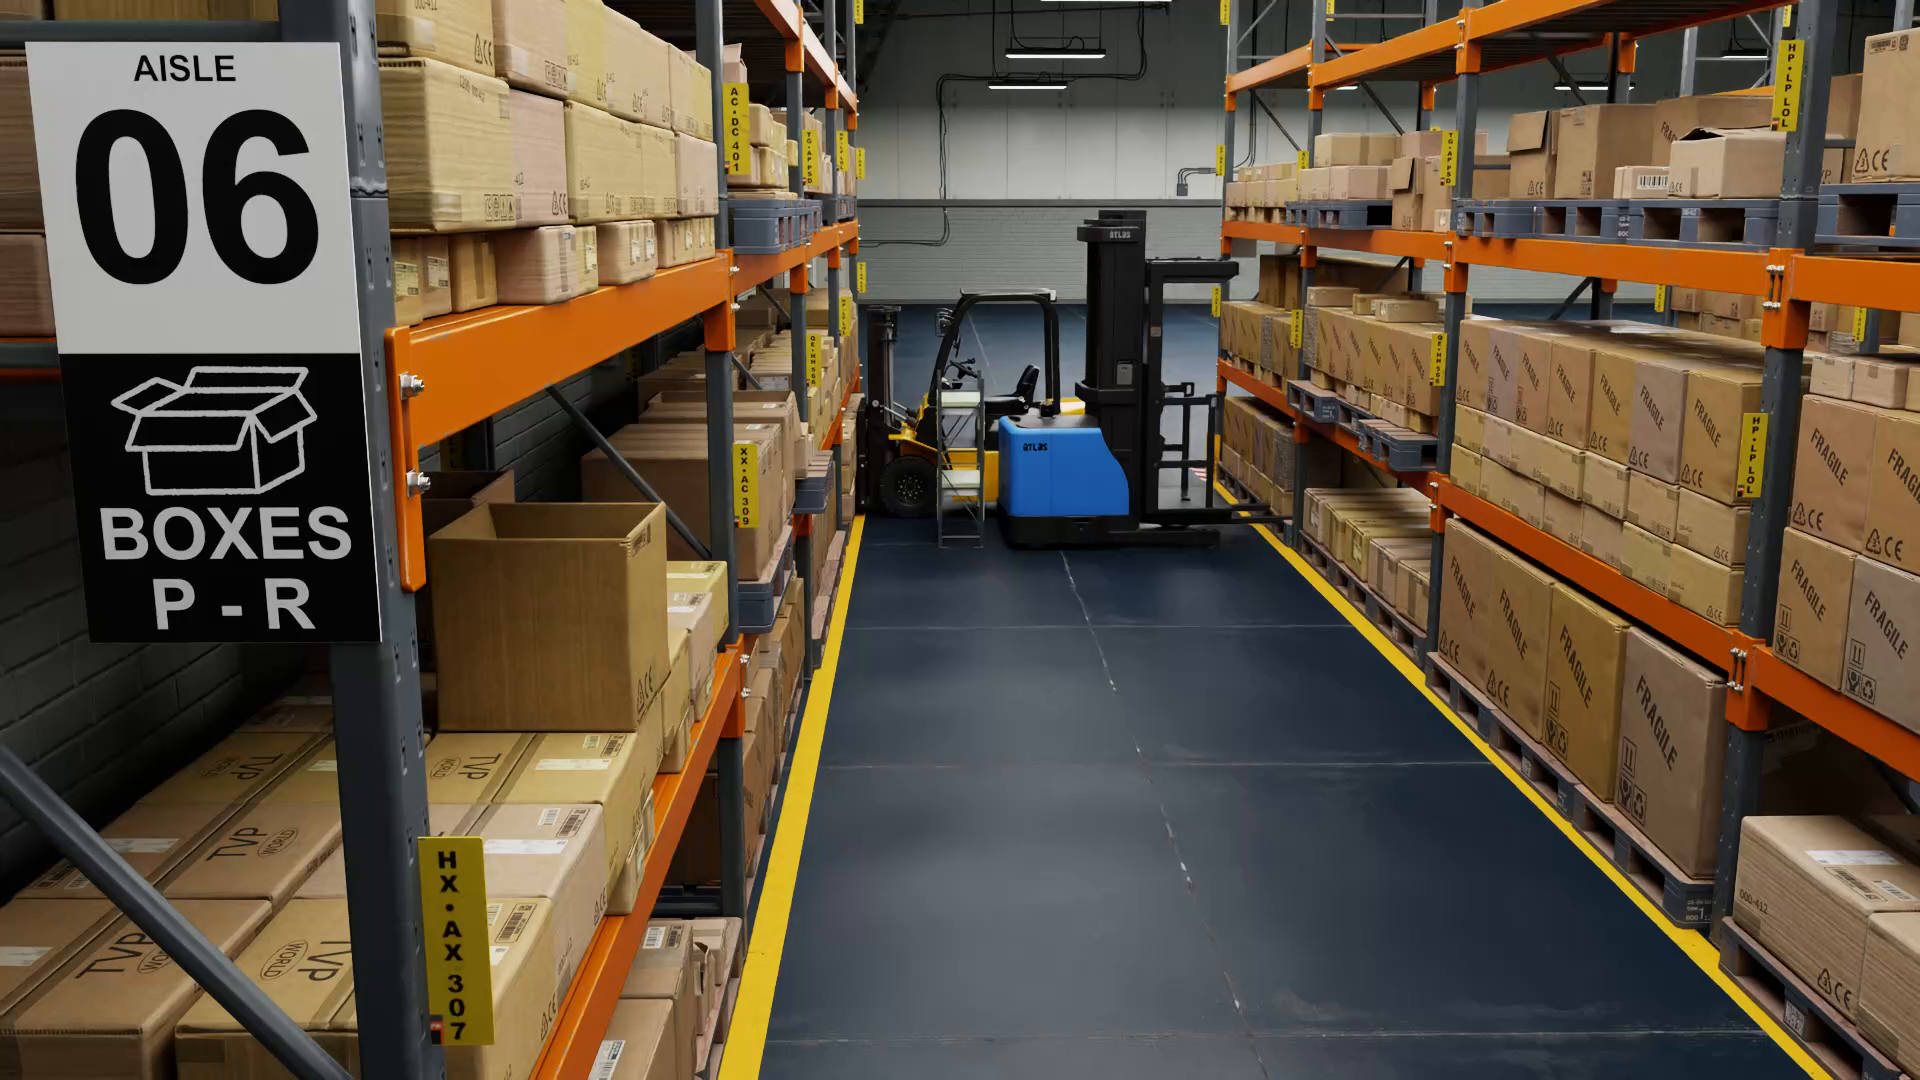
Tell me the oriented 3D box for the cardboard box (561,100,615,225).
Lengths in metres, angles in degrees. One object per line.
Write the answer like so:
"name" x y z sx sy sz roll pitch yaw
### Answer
"cardboard box" -1.048 -0.819 3.636 0.500 0.250 0.500 -1 11 -3

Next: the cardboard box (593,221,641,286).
"cardboard box" -0.991 -0.701 4.057 0.380 0.149 0.250 0 11 -1

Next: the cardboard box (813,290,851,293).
"cardboard box" -1.326 -2.507 17.239 0.380 0.149 0.250 0 11 0

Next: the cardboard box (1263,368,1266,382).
"cardboard box" 3.121 -1.583 15.952 0.380 0.149 0.250 0 11 -2

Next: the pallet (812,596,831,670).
"pallet" -1.426 0.628 11.433 1.003 0.211 1.213 0 11 -1

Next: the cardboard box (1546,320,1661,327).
"cardboard box" 3.787 -1.033 9.841 0.500 0.500 0.500 -1 11 -3

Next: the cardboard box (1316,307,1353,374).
"cardboard box" 3.166 -1.598 13.334 0.500 0.500 0.500 0 11 -1

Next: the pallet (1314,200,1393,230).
"pallet" 3.363 -2.440 12.469 1.213 0.211 1.003 0 11 -1

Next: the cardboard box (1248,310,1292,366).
"cardboard box" 3.126 -1.980 16.277 0.500 0.500 0.500 0 11 -2

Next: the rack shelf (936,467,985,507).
"rack shelf" 0.000 -0.417 14.981 0.431 0.370 0.720 0 11 -1

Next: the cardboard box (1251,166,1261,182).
"cardboard box" 3.073 -3.601 16.347 0.380 0.149 0.250 0 11 0

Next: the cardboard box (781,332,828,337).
"cardboard box" -1.278 -1.619 13.610 0.380 0.149 0.250 0 11 -2

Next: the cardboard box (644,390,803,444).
"cardboard box" -1.229 -0.507 8.700 0.797 0.503 0.637 -1 11 -2

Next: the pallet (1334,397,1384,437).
"pallet" 3.433 -0.895 12.410 1.003 0.211 1.213 0 11 -1

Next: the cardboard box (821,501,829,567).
"cardboard box" -1.500 -0.154 13.190 0.875 0.625 0.625 0 11 -2

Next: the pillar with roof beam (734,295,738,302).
"pillar with roof beam" 1.804 -4.981 16.977 9.100 9.000 0.400 0 11 -1

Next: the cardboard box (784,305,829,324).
"cardboard box" -1.354 -1.999 14.736 0.380 0.149 0.250 0 11 0

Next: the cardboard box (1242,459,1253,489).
"cardboard box" 3.117 -0.673 16.692 0.500 0.250 0.500 1 11 3

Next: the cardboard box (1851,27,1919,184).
"cardboard box" 3.400 -1.457 5.592 0.500 0.500 0.500 0 11 0

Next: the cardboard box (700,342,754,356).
"cardboard box" -1.764 -1.412 12.594 0.380 0.149 0.250 0 11 -2

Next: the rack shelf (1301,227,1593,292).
"rack shelf" 3.474 -2.111 12.185 1.077 0.370 4.000 0 11 -1

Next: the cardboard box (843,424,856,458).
"cardboard box" -1.227 -0.917 15.381 0.500 0.250 0.500 0 11 -1

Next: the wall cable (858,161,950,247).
"wall cable" -1.858 -9.996 49.506 3.097 2.526 0.112 0 11 -1

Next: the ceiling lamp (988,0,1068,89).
"ceiling lamp" 1.709 -13.039 42.014 2.000 3.185 0.800 0 11 -1

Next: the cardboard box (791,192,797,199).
"cardboard box" -1.194 -1.870 9.567 0.500 0.250 0.500 -1 11 -3

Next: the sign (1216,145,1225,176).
"sign" 2.807 -4.082 17.894 0.100 0.325 0.005 0 11 -1

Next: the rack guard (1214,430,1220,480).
"rack guard" 3.351 -0.946 18.465 1.175 0.500 0.348 0 11 -1

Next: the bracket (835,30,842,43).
"bracket" -2.508 -10.224 33.769 0.235 0.232 0.430 0 11 -1

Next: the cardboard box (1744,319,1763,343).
"cardboard box" 8.321 -1.900 16.504 0.875 0.550 0.500 0 11 -1

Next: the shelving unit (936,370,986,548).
"shelving unit" 0.000 -0.736 14.917 0.431 1.500 0.755 0 11 -1

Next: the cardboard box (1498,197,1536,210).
"cardboard box" 3.673 -2.114 10.729 0.396 0.266 0.258 0 11 -1

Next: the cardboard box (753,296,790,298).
"cardboard box" -1.816 -2.302 16.233 0.380 0.149 0.250 0 11 -1

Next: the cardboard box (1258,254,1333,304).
"cardboard box" 3.578 -2.770 17.656 0.700 0.500 0.500 -1 11 -3

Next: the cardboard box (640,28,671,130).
"cardboard box" -1.093 -1.266 4.582 0.500 0.250 0.500 0 11 0

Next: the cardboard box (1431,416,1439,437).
"cardboard box" 3.273 -0.743 10.752 0.380 0.149 0.250 0 11 1

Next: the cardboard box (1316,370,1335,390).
"cardboard box" 3.124 -1.313 13.562 0.380 0.149 0.250 0 11 0

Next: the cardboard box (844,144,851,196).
"cardboard box" -1.439 -3.648 16.392 0.700 0.500 0.500 0 11 -1

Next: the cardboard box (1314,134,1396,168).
"cardboard box" 3.064 -3.022 12.928 0.500 0.250 0.500 0 11 -2

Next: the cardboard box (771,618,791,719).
"cardboard box" -1.211 0.731 9.141 0.500 0.500 0.500 0 11 1

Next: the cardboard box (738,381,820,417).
"cardboard box" -1.222 -0.935 11.243 0.500 0.250 0.500 0 11 1

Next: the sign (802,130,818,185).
"sign" -0.905 -2.300 10.007 0.100 0.325 0.005 0 11 -1

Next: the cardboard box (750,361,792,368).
"cardboard box" -1.198 -1.110 11.104 0.380 0.149 0.250 0 11 0

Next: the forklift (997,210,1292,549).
"forklift" 1.889 -1.463 14.900 3.031 2.935 1.130 -1 12 -5

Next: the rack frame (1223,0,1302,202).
"rack frame" 3.350 -5.126 17.694 1.000 3.000 0.127 0 11 -1

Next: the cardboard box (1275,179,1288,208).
"cardboard box" 3.142 -3.120 14.981 0.500 0.250 0.500 0 11 -2

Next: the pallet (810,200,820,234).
"pallet" -1.551 -2.087 10.732 1.213 0.211 1.003 0 11 1

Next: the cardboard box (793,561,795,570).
"cardboard box" -1.184 0.224 10.011 0.380 0.149 0.250 -1 11 -4

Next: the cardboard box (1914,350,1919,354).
"cardboard box" 8.132 -1.274 13.545 0.500 0.500 0.500 0 11 -1

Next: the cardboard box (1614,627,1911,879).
"cardboard box" 3.505 0.912 7.308 0.875 0.875 0.875 0 11 1

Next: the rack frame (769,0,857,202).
"rack frame" -1.613 -5.105 17.590 1.000 3.000 0.127 0 11 -1

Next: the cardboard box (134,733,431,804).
"cardboard box" -1.572 0.652 3.930 0.500 0.250 0.500 0 11 1

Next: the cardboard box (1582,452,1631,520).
"cardboard box" 3.311 -0.261 7.922 0.500 0.250 0.500 0 11 0

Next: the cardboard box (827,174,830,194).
"cardboard box" -1.204 -2.754 12.871 0.380 0.149 0.250 0 11 -1

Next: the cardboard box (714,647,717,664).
"cardboard box" -1.106 0.406 6.146 0.380 0.149 0.250 0 11 0

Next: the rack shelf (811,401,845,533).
"rack shelf" -1.489 -0.620 12.379 1.077 0.370 4.000 0 11 -1
